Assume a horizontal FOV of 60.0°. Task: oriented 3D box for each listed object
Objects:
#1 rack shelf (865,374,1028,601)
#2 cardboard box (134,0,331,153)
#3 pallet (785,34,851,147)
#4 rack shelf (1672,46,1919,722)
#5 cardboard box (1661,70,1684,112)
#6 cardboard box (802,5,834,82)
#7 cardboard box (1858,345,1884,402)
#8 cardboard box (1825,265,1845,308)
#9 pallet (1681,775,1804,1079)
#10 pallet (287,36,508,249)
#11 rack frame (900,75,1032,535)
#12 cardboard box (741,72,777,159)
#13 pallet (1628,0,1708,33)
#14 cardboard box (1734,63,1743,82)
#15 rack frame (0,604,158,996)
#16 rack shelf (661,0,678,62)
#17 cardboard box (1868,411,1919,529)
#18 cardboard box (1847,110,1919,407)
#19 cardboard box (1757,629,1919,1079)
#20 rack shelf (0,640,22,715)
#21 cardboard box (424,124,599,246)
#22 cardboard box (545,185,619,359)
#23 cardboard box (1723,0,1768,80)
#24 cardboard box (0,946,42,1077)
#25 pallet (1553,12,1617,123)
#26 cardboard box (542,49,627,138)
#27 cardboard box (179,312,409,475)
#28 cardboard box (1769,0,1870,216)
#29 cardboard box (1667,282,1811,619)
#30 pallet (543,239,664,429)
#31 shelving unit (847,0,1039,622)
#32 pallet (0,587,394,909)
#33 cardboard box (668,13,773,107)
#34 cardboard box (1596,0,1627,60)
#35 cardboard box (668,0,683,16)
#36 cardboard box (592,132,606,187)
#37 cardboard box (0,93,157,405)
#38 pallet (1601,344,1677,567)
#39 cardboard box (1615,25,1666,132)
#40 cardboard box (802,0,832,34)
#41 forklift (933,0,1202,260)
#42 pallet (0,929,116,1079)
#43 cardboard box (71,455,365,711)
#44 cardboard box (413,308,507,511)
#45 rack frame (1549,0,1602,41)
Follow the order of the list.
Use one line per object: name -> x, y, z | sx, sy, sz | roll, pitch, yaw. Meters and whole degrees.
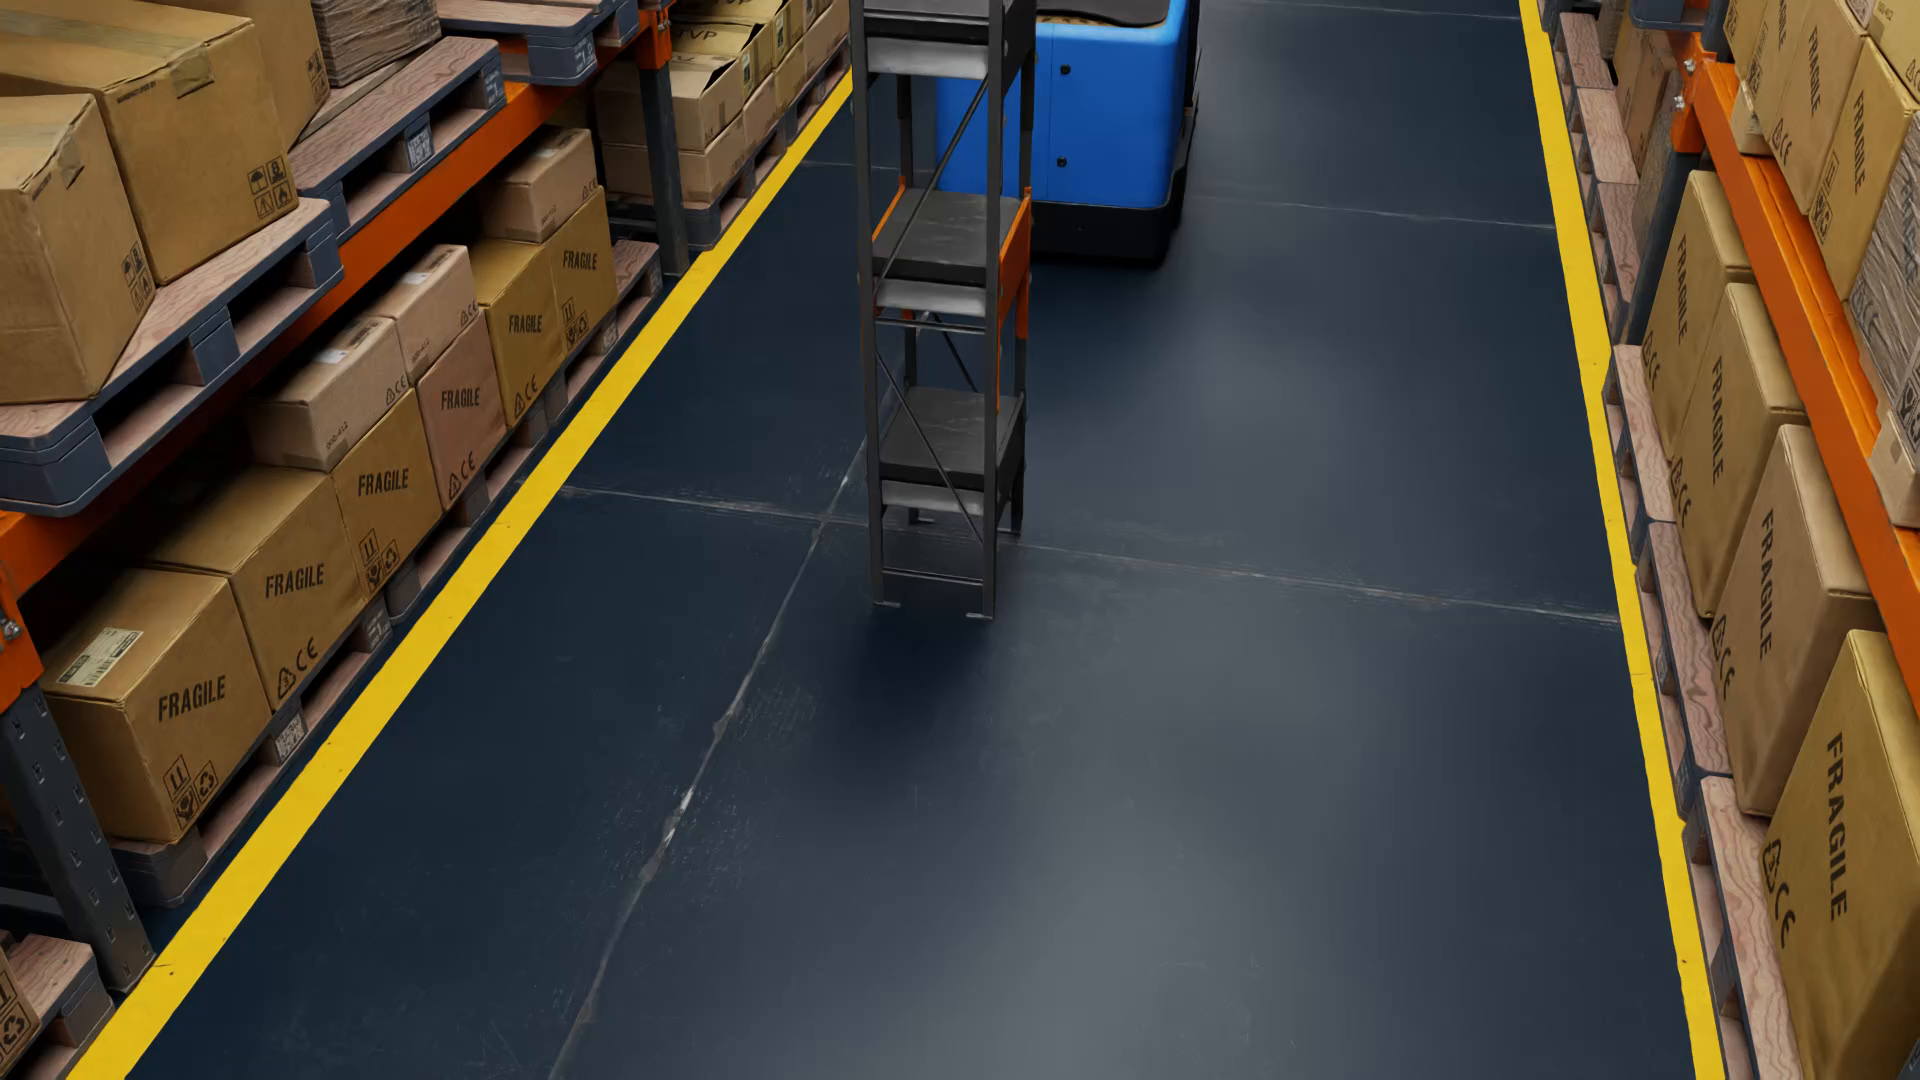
rack shelf -> -0.035, -0.177, 5.422 | 0.431, 0.518, 0.480 | 7, 37, 10
cardboard box -> -2.244, -1.400, 4.683 | 0.700, 0.500, 0.500 | -1, 36, -2
pallet -> -1.230, -2.498, 9.016 | 1.003, 0.211, 1.213 | 7, 37, 10
rack shelf -> 2.706, -0.406, 4.367 | 1.077, 0.370, 4.000 | 7, 37, 10
cardboard box -> 3.460, -1.710, 7.308 | 0.700, 0.500, 0.500 | 7, 37, 10
cardboard box -> -0.987, -2.663, 8.854 | 0.500, 0.250, 0.500 | 8, 37, 11
cardboard box -> 2.389, -0.409, 3.955 | 0.380, 0.149, 0.250 | 6, 36, 9
cardboard box -> 2.520, -0.709, 4.370 | 0.380, 0.149, 0.250 | 8, 37, 10
pallet -> 2.370, 1.127, 4.015 | 1.003, 0.211, 1.213 | 7, 37, 10
pallet -> -2.118, -1.269, 5.109 | 1.003, 0.211, 1.213 | 7, 37, 10
rack frame -> 0.017, -0.895, 5.196 | 0.400, 2.100, 0.015 | 7, 37, 10
cardboard box -> -1.202, -2.071, 8.036 | 0.500, 0.250, 0.500 | 6, 36, 9
pallet -> 3.181, -2.188, 6.376 | 1.213, 0.211, 1.003 | 7, 37, 10
cardboard box -> 2.837, -1.590, 5.585 | 0.380, 0.149, 0.250 | 7, 36, 9
rack frame -> -2.561, -0.169, 3.427 | 1.000, 3.000, 0.127 | 7, 37, 10
rack shelf -> -1.280, -3.318, 8.384 | 1.077, 0.370, 4.000 | 7, 37, 10
cardboard box -> 2.204, -0.135, 3.578 | 0.380, 0.149, 0.250 | 7, 37, 10
cardboard box -> 2.346, -0.596, 3.661 | 0.500, 0.500, 0.500 | 7, 37, 10
cardboard box -> 2.291, 0.761, 3.618 | 0.750, 0.750, 0.750 | 8, 37, 11
rack shelf -> -2.988, 1.269, 2.056 | 1.077, 0.370, 4.000 | 7, 37, 10
cardboard box -> -1.685, -1.334, 6.150 | 0.500, 0.250, 0.500 | 9, 37, 12
cardboard box -> -1.677, -1.063, 6.415 | 0.500, 0.500, 0.500 | 9, 37, 12
cardboard box -> 2.780, -1.766, 5.275 | 0.500, 0.500, 0.500 | 8, 37, 11
cardboard box -> -2.406, 1.027, 3.532 | 0.500, 0.500, 0.500 | 7, 37, 10
pallet -> 3.823, -2.561, 9.104 | 1.003, 0.211, 1.213 | 7, 37, 10
cardboard box -> -1.836, -2.077, 7.567 | 0.500, 0.311, 0.500 | 8, 37, 11
cardboard box -> -2.006, -0.459, 4.943 | 0.500, 0.250, 0.500 | 7, 37, 10
cardboard box -> 2.552, -1.183, 4.470 | 0.500, 0.500, 0.500 | 7, 37, 10
cardboard box -> 2.655, -0.237, 4.994 | 0.750, 0.750, 0.750 | 7, 37, 10
pallet -> -1.903, -0.910, 6.826 | 1.003, 0.211, 1.213 | 7, 37, 10
shelving unit -> -0.035, -0.755, 5.003 | 0.431, 2.100, 0.503 | 7, 37, 10
pallet -> -2.424, 0.489, 4.896 | 1.003, 0.211, 1.213 | 7, 37, 10
cardboard box -> -1.204, -2.312, 7.891 | 0.500, 0.311, 0.500 | 6, 36, 9
cardboard box -> 3.847, -2.879, 8.921 | 0.700, 0.500, 0.500 | 9, 37, 12
cardboard box -> -1.620, -2.665, 8.378 | 0.500, 0.311, 0.500 | 7, 37, 10
cardboard box -> -1.833, -1.851, 7.733 | 0.500, 0.250, 0.500 | 8, 37, 11
cardboard box -> -2.242, -0.623, 3.611 | 0.700, 0.500, 0.500 | -4, 36, -6
pallet -> 2.891, -0.272, 5.945 | 1.003, 0.211, 1.213 | 7, 37, 10
cardboard box -> 3.637, -2.289, 8.107 | 0.700, 0.500, 0.500 | 8, 37, 10
cardboard box -> -0.984, -2.899, 8.701 | 0.500, 0.311, 0.500 | 7, 36, 9
forklift -> 0.650, -3.283, 7.782 | 1.130, 2.935, 3.031 | 6, 36, 8
pallet -> -2.709, 1.354, 3.703 | 1.003, 0.211, 1.213 | 7, 37, 10
cardboard box -> -2.117, 0.111, 4.796 | 0.500, 0.500, 0.500 | 8, 37, 11
cardboard box -> -1.894, -0.464, 5.590 | 0.500, 0.500, 0.500 | 6, 36, 8
rack frame -> 3.988, -4.137, 8.902 | 1.000, 3.000, 0.127 | 7, 37, 10
